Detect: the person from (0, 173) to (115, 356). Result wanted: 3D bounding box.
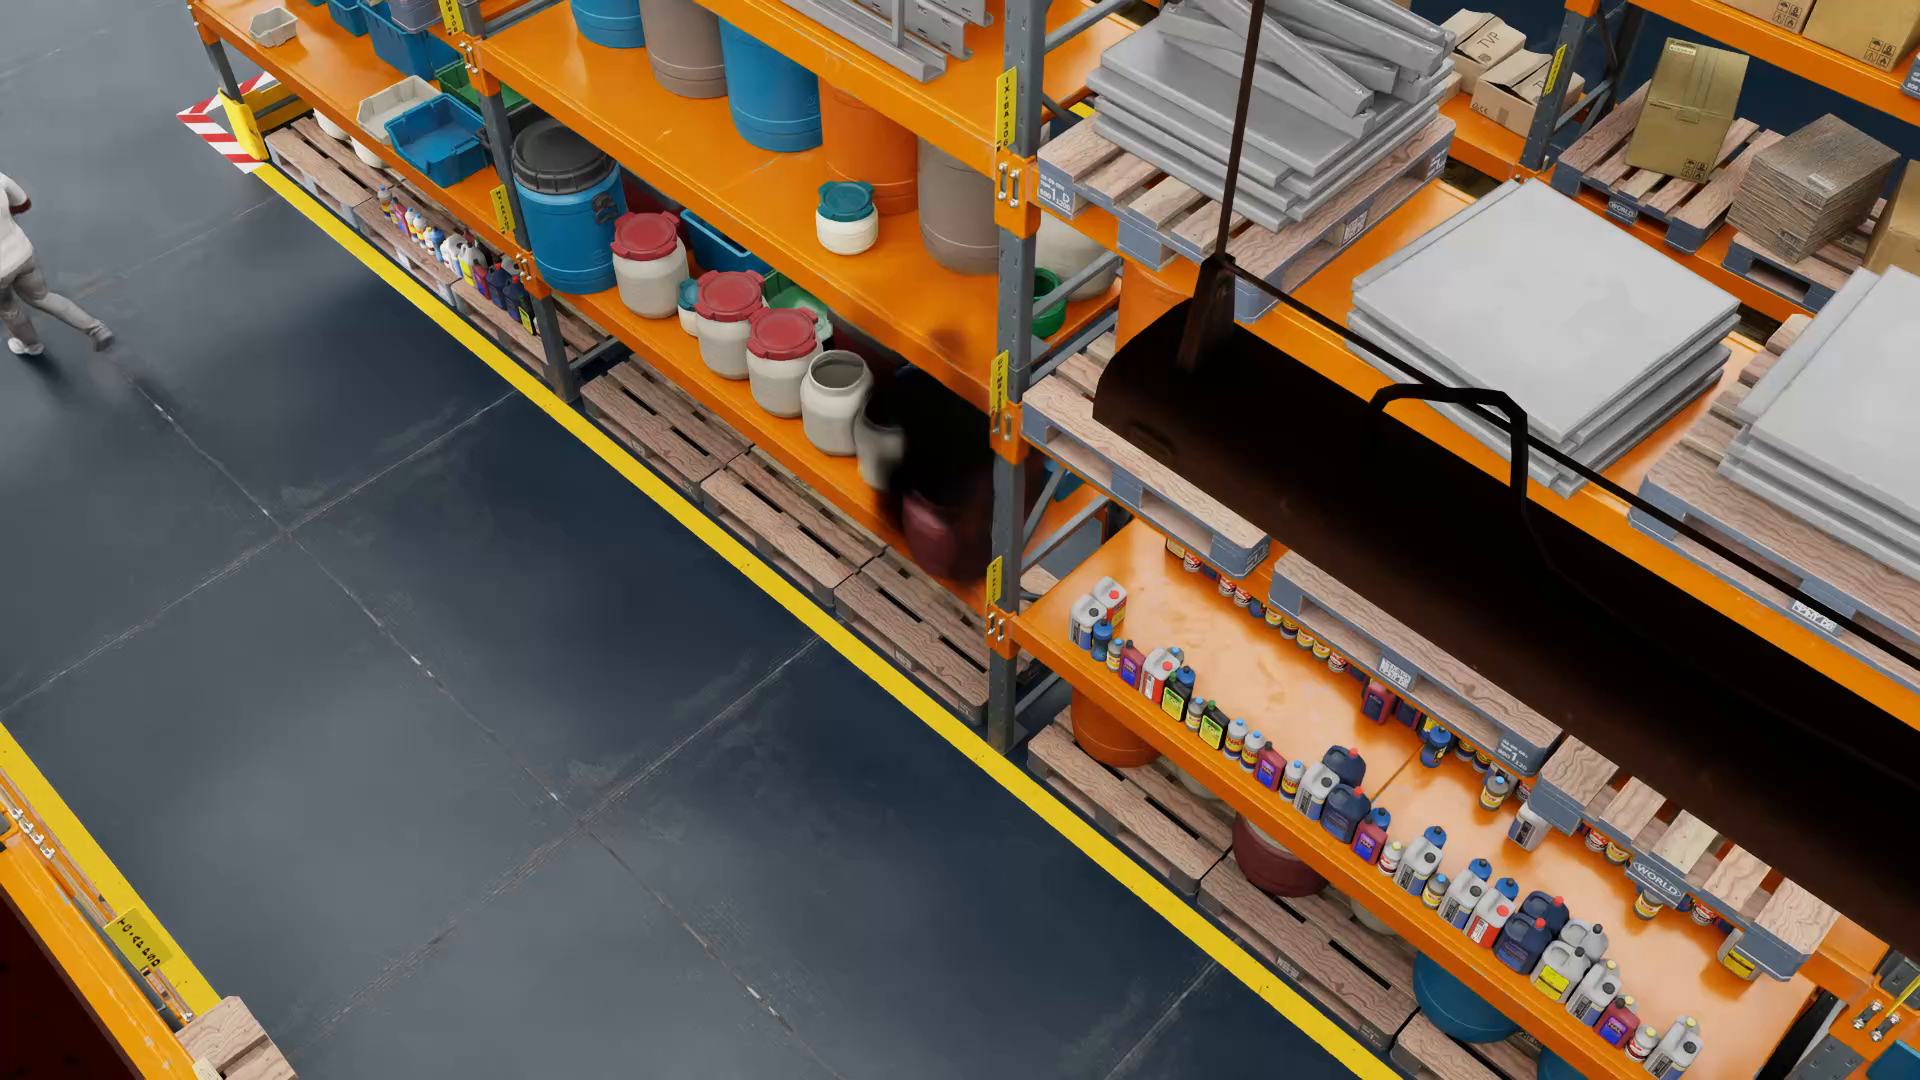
[{"bbox_3d":[-6.165,-1.784,10.748,0.934,1.766,0.710,22,53,17],"label":"person"}]
